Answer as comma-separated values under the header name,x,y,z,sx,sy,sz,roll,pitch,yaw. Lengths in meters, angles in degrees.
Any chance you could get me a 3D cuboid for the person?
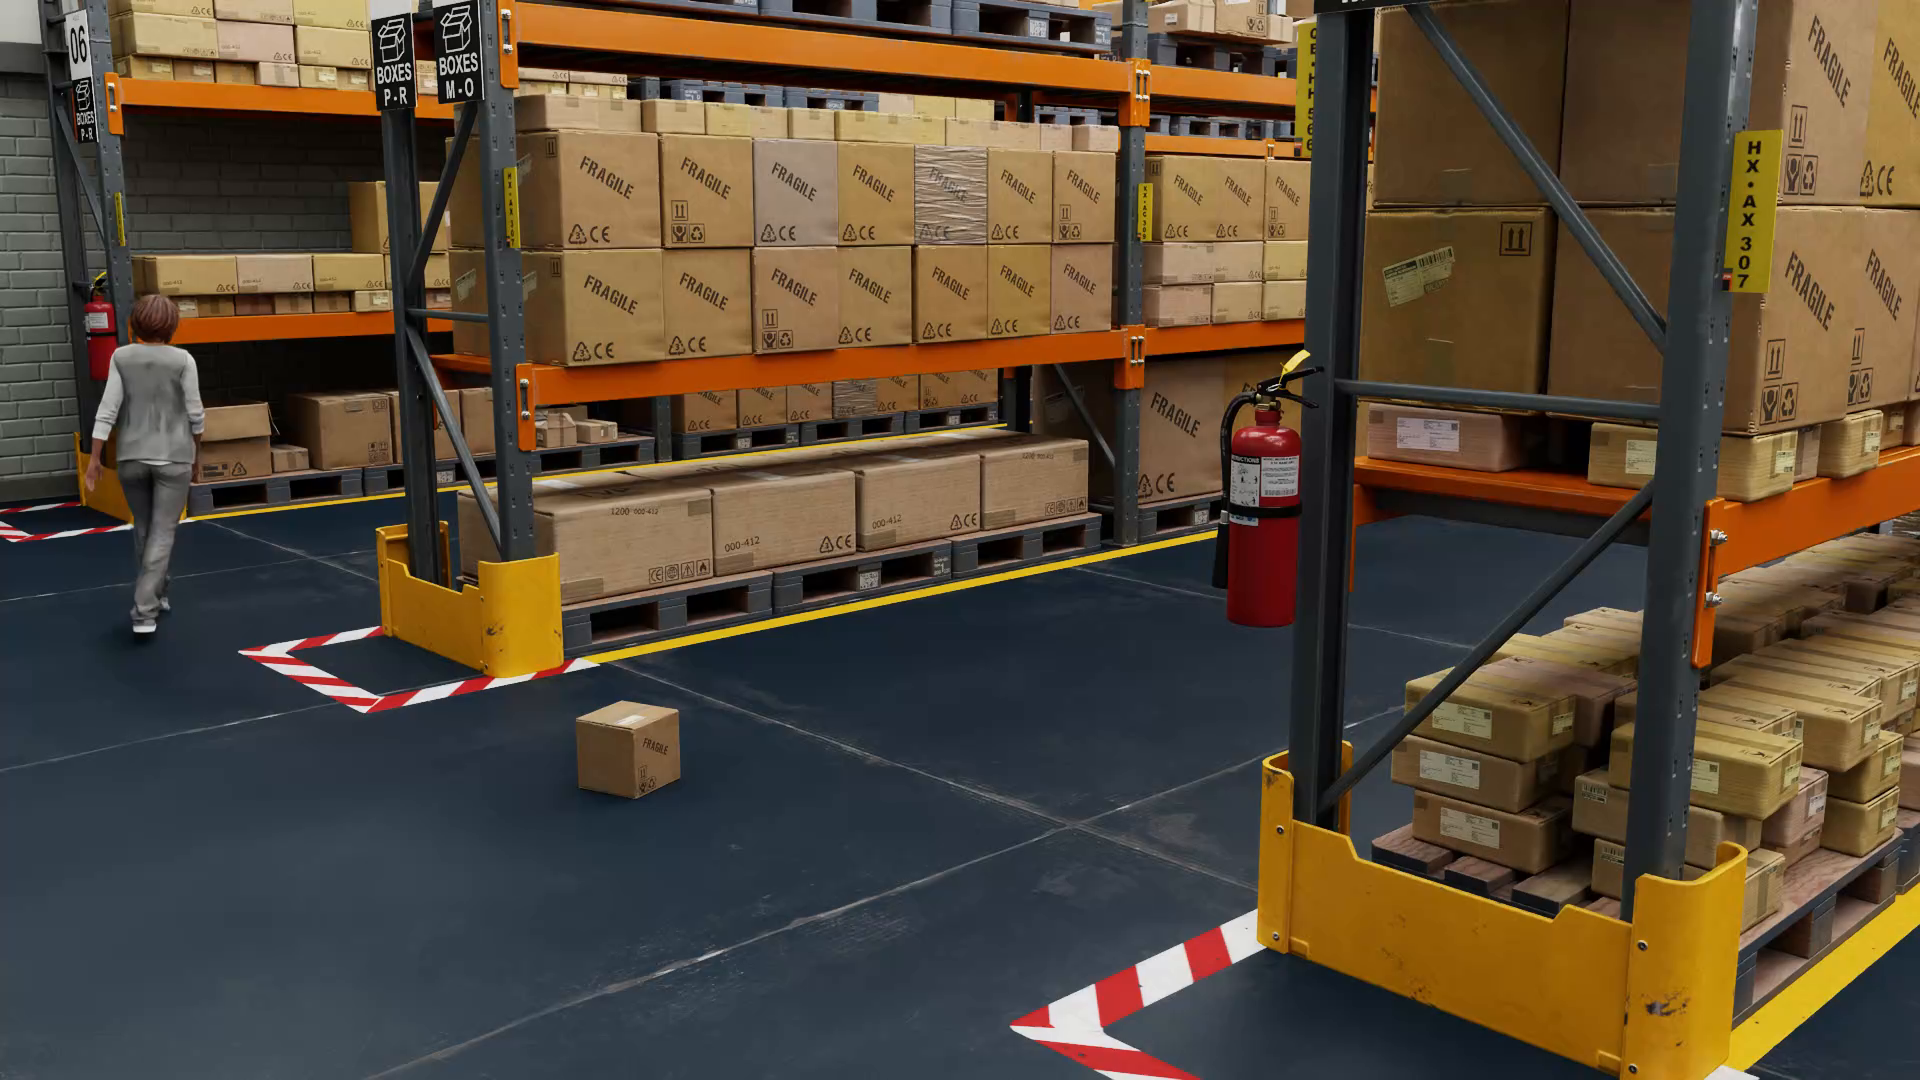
name,x,y,z,sx,sy,sz,roll,pitch,yaw
person,-3.799,-0.363,7.855,0.489,1.562,0.755,-2,11,-8
